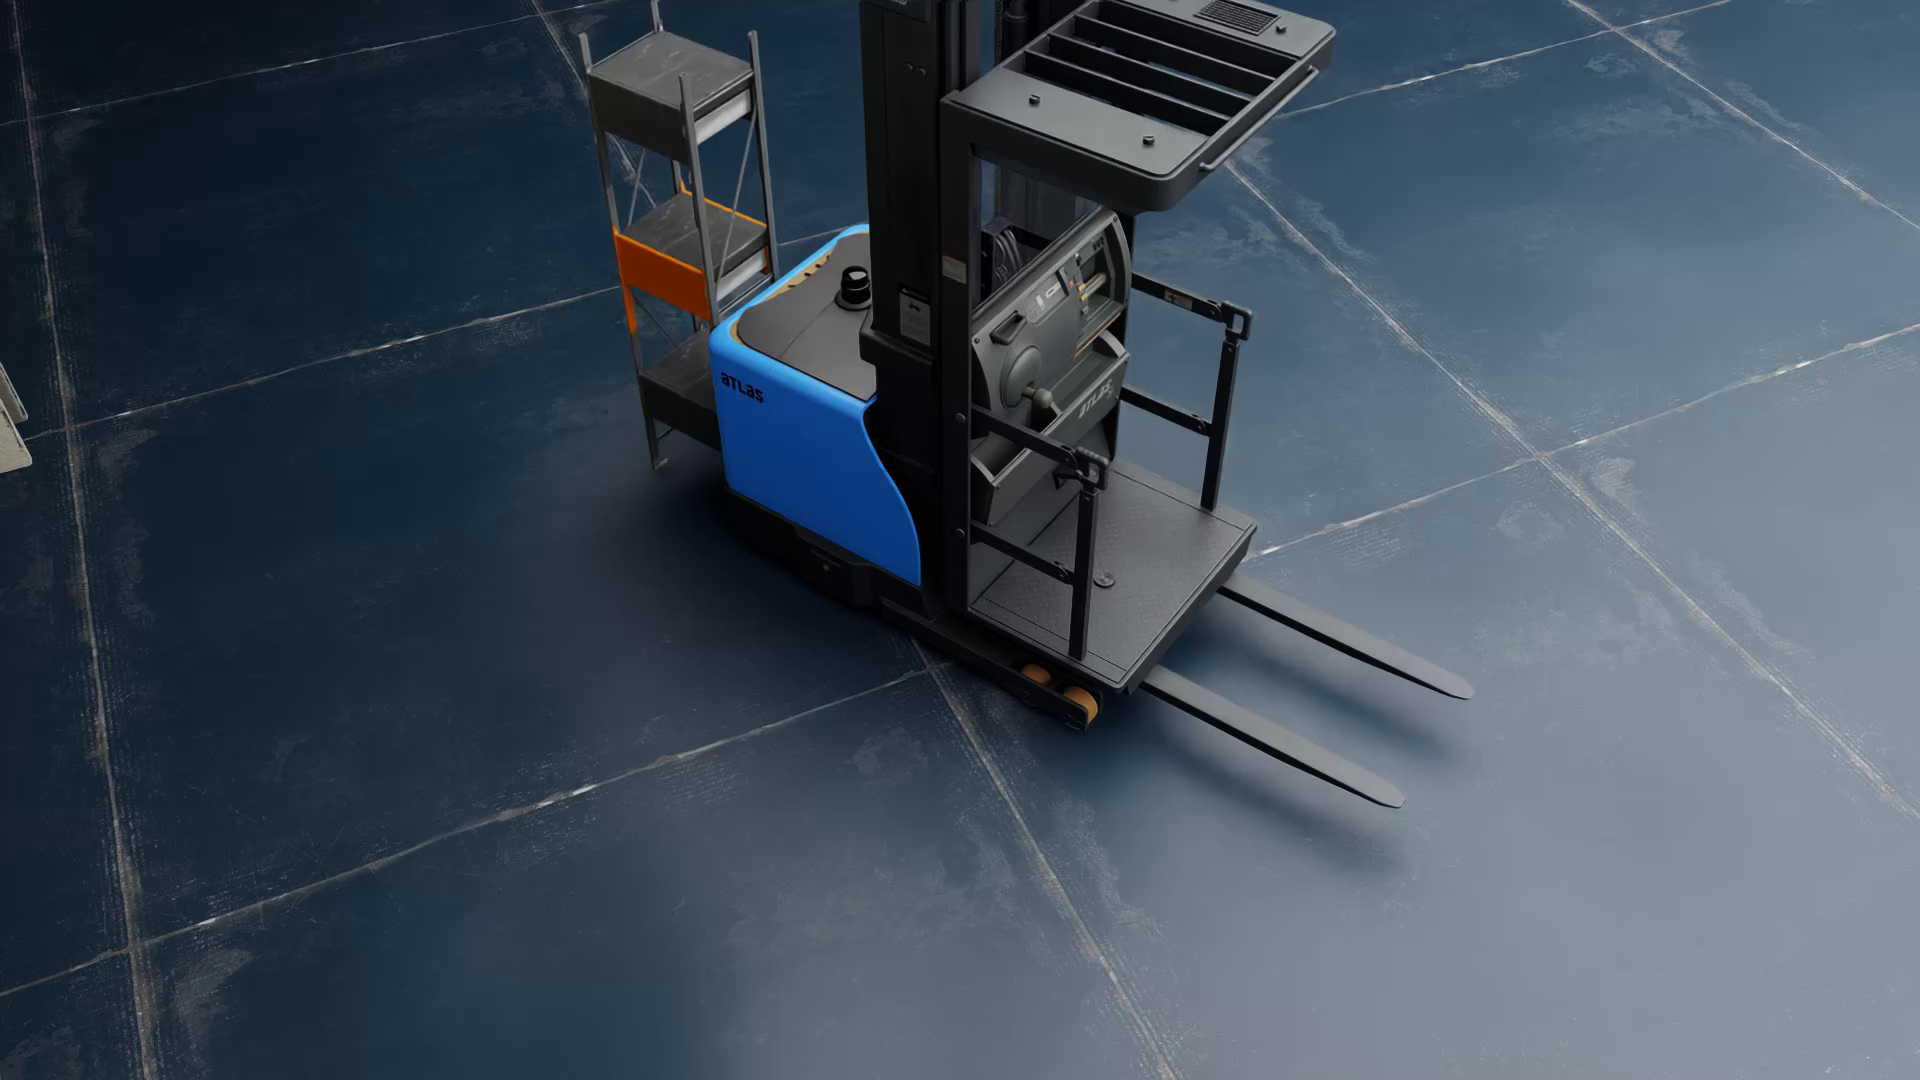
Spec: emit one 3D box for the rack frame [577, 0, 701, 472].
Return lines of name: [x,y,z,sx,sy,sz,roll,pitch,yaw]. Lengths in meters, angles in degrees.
rack frame: [-1.251,-1.170,6.810,0.015,2.100,0.400,26,50,24]

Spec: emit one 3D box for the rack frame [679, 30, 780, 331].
rack frame: [-0.853,-0.972,6.609,0.015,2.100,0.400,26,50,24]

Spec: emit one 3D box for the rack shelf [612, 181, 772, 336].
rack shelf: [-1.052,-1.061,6.719,0.480,0.518,0.431,26,50,24]

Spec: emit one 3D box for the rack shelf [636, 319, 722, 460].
rack shelf: [-1.052,-0.563,7.211,0.480,0.518,0.431,26,50,24]

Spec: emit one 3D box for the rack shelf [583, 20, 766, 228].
rack shelf: [-1.052,-1.560,6.227,0.480,0.518,0.431,26,50,24]

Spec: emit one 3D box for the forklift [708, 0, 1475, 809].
forklift: [0.504,-0.748,5.790,3.031,2.935,1.130,26,50,24]

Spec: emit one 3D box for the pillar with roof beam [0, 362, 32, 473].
pillar with roof beam: [-0.481,-4.893,5.671,9.100,9.000,0.400,-18,47,-17]

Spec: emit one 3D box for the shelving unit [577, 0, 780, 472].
shelving unit: [-1.052,-1.071,6.709,0.503,2.100,0.431,26,50,24]
